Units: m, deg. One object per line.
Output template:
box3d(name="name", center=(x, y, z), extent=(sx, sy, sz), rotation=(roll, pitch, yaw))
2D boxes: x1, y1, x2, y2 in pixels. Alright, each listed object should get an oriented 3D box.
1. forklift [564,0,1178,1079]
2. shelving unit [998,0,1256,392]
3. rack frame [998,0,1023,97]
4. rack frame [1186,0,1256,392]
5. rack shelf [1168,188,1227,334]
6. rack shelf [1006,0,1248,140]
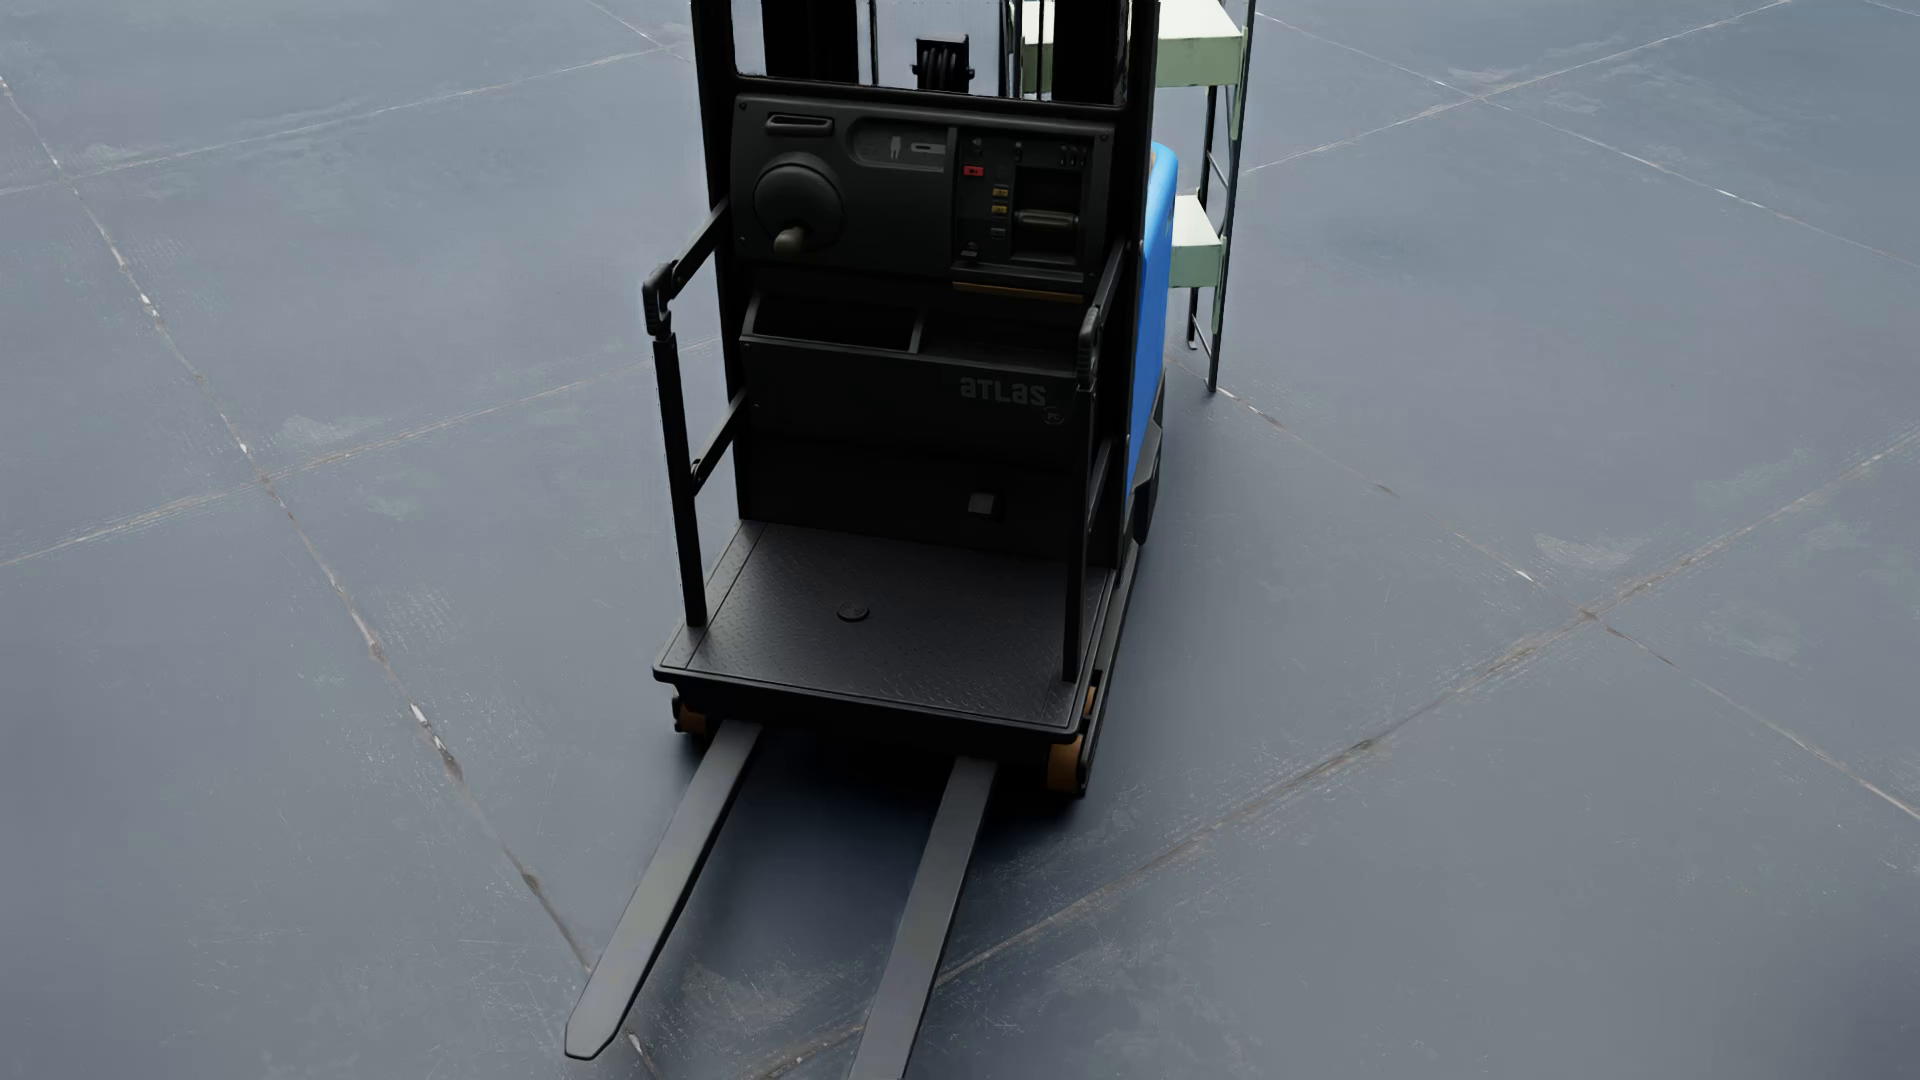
box3d(name="forklift", center=(-0.146, -0.773, 3.815), extent=(1.130, 2.935, 3.031), rotation=(8, 36, 10))
box3d(name="shelving unit", center=(0.526, -1.237, 5.685), extent=(0.755, 1.500, 0.431), rotation=(-3, 36, -5))
box3d(name="rack frame", center=(0.162, -1.215, 5.654), extent=(0.023, 1.500, 0.400), rotation=(-3, 36, -5))
box3d(name="rack frame", center=(0.890, -1.259, 5.715), extent=(0.023, 1.500, 0.400), rotation=(-3, 36, -5))
box3d(name="rack shelf", center=(0.526, -0.972, 5.875), extent=(0.720, 0.370, 0.431), rotation=(-3, 36, -5))
box3d(name="rack shelf", center=(0.526, -1.553, 5.457), extent=(0.720, 0.370, 0.431), rotation=(-3, 36, -5))
